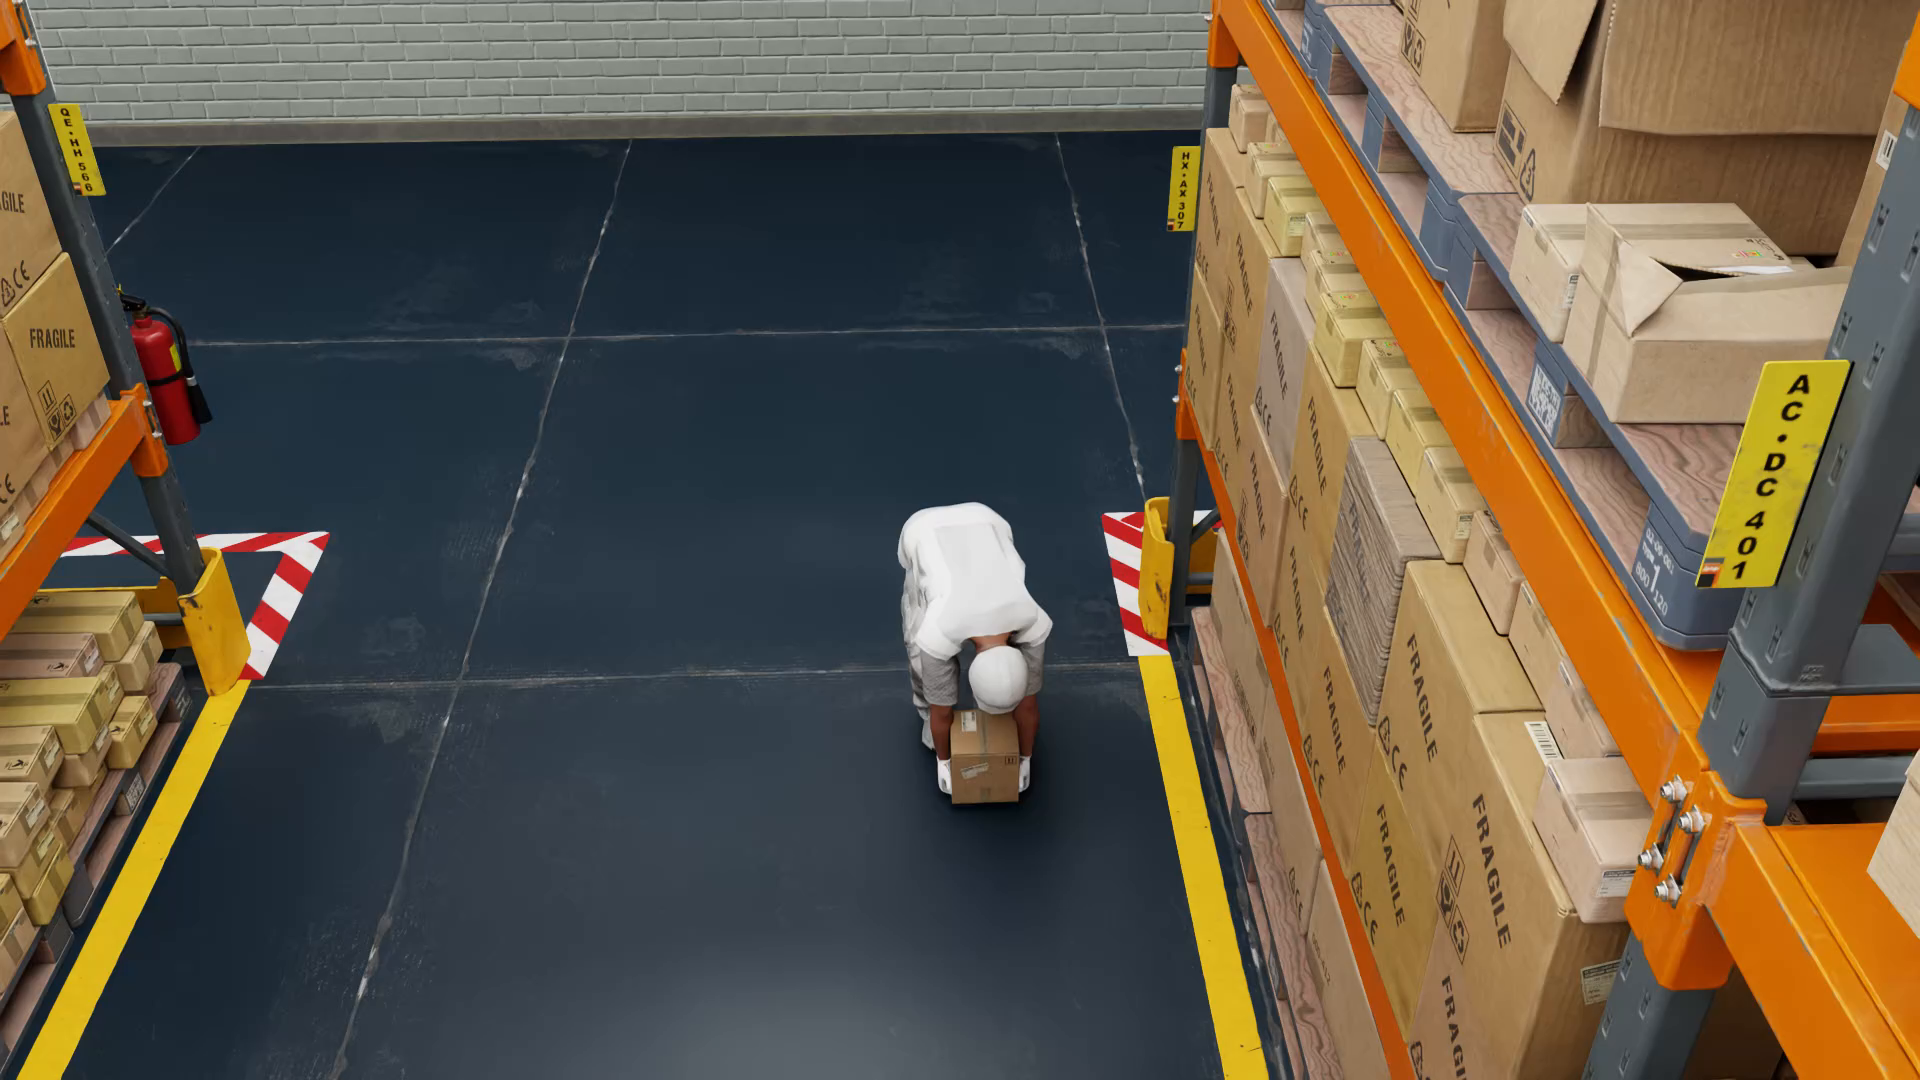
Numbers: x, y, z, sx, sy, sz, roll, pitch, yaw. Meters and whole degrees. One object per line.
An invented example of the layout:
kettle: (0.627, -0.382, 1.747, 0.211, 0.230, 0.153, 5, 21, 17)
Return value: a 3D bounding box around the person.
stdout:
person: (0.059, 0.420, 6.241, 0.520, 0.961, 0.980, -7, 36, -10)
